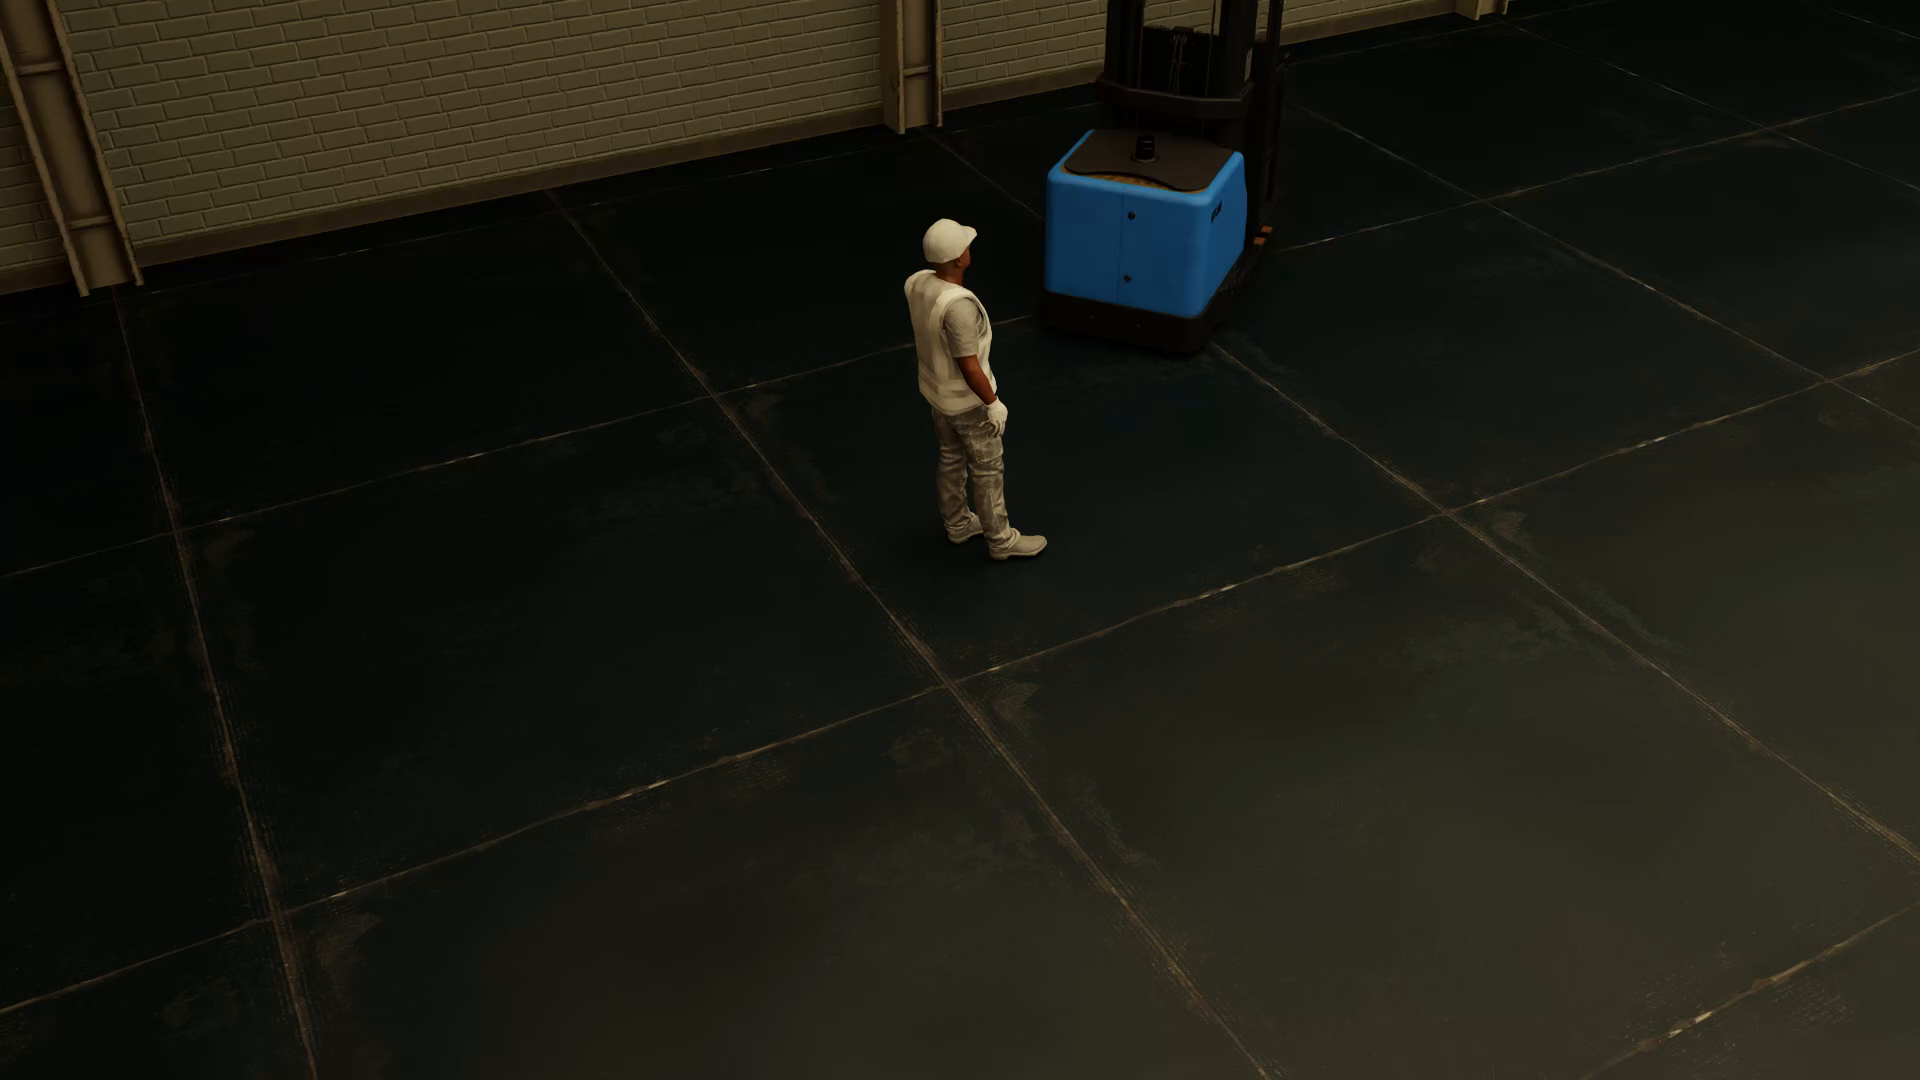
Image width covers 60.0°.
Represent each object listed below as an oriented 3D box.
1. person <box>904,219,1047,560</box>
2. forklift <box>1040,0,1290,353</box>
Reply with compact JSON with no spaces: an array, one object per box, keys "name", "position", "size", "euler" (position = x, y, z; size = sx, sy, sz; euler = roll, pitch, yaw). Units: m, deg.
[{"name":"person","position":[0.068,-0.749,8.165],"size":[0.575,1.785,0.657],"euler":[-17,39,-23]},{"name":"forklift","position":[1.545,-3.183,10.625],"size":[1.130,2.935,3.031],"euler":[14,38,19]}]
